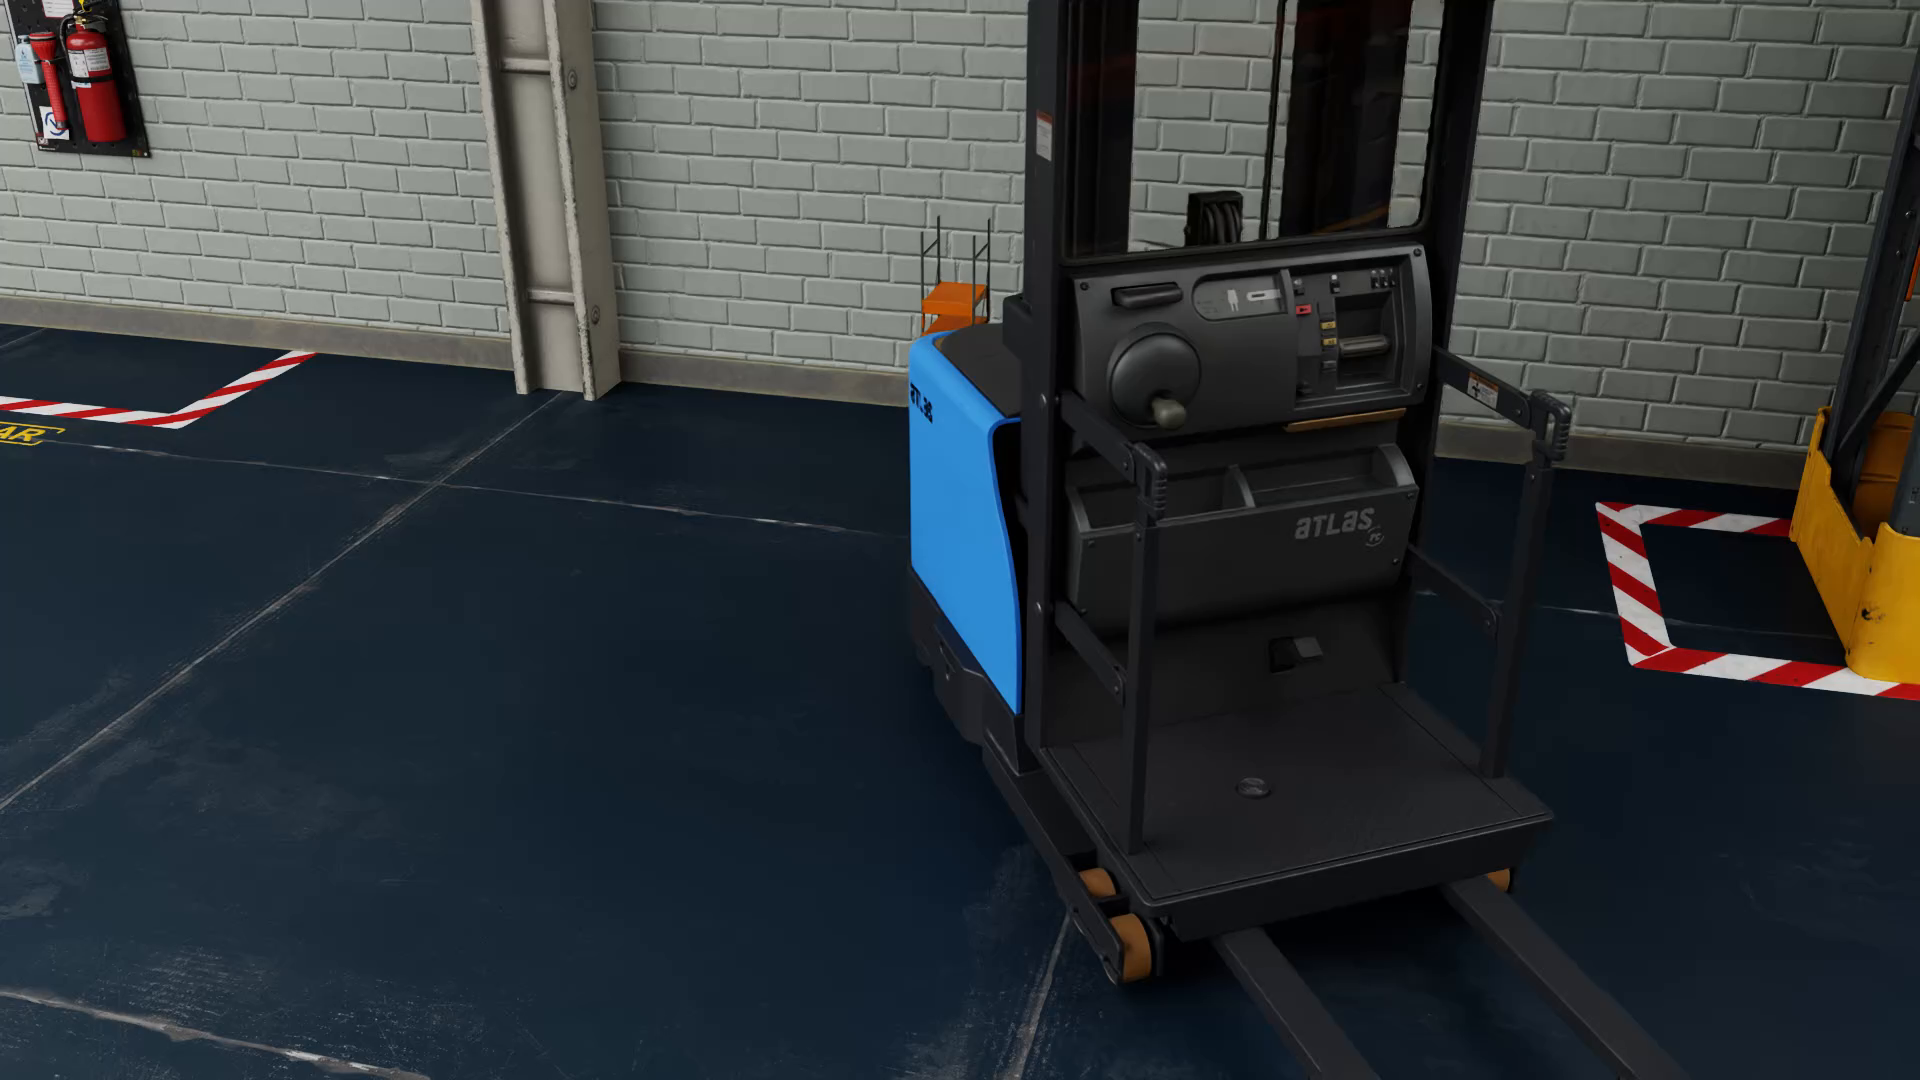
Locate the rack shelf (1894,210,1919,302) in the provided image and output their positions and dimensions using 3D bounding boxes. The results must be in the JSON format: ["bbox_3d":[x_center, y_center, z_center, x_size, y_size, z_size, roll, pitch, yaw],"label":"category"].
[{"bbox_3d":[5.037,-0.608,4.875,4.000,0.370,1.077,6,26,13],"label":"rack shelf"}]

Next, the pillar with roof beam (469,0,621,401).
[{"bbox_3d":[-2.890,-2.991,2.064,0.400,9.000,9.100,6,26,13],"label":"pillar with roof beam"}]

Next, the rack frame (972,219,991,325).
[{"bbox_3d":[0.075,-0.533,5.975,0.006,1.200,0.240,6,26,13],"label":"rack frame"}]

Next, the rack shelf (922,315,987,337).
[{"bbox_3d":[-0.014,-0.720,5.911,0.180,0.103,0.258,6,26,13],"label":"rack shelf"}]

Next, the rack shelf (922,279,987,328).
[{"bbox_3d":[-0.014,-0.828,5.860,0.180,0.103,0.258,6,26,13],"label":"rack shelf"}]

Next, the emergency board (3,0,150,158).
[{"bbox_3d":[-4.202,-2.355,7.707,0.643,1.169,0.194,6,26,13],"label":"emergency board"}]

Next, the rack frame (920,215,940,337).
[{"bbox_3d":[-0.103,-0.553,6.016,0.006,1.200,0.240,6,26,13],"label":"rack frame"}]

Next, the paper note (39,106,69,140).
[{"bbox_3d":[-4.356,-2.005,7.997,0.142,0.148,0.016,6,26,13],"label":"paper note"}]

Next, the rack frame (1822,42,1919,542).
[{"bbox_3d":[3.100,-1.147,5.170,0.127,3.000,1.000,6,26,13],"label":"rack frame"}]

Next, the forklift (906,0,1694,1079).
[{"bbox_3d":[0.780,-0.452,3.789,1.130,2.935,3.031,-8,27,-17],"label":"forklift"}]

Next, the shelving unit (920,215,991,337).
[{"bbox_3d":[-0.014,-0.543,5.995,0.189,1.200,0.258,6,26,13],"label":"shelving unit"}]
